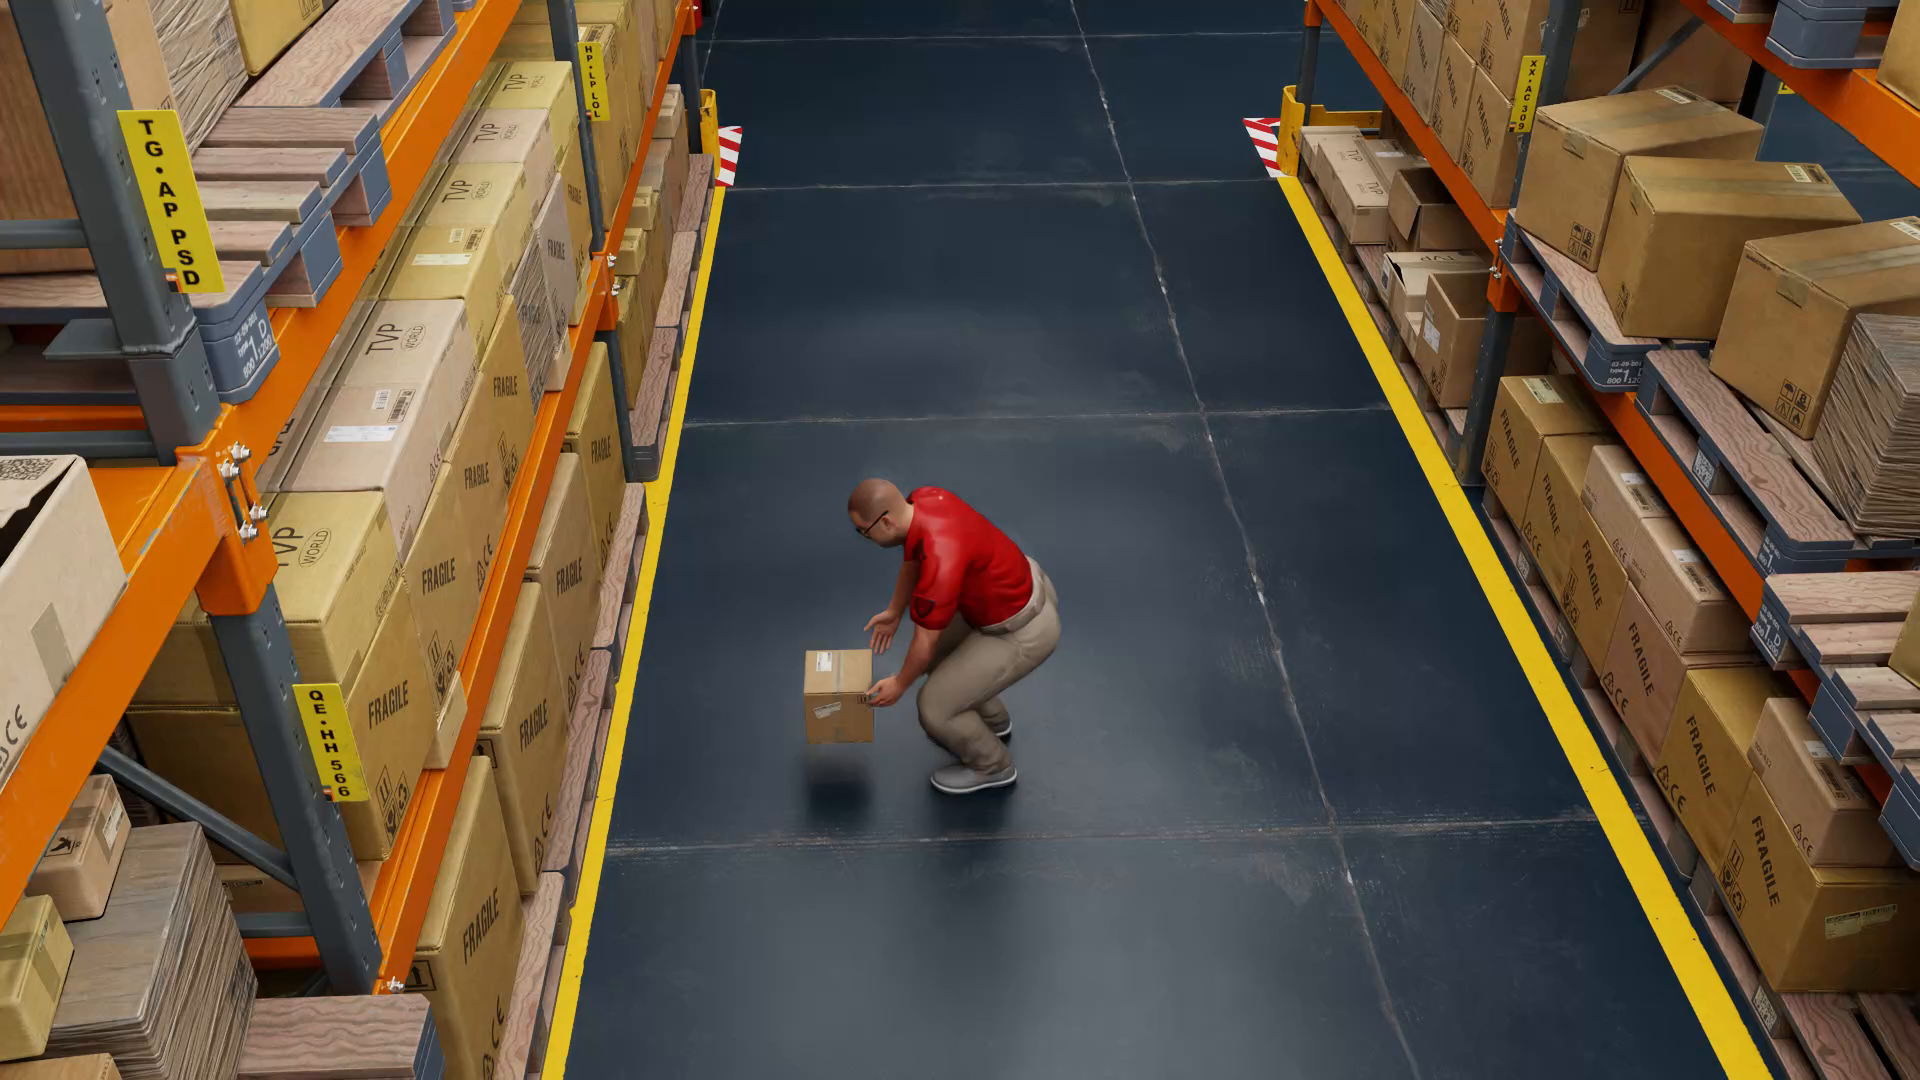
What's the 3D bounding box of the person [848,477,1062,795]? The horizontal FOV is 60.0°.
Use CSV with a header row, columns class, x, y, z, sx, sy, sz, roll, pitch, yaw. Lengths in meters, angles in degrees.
class,x,y,z,sx,sy,sz,roll,pitch,yaw
person,-0.010,0.328,6.052,0.753,1.322,0.590,-1,35,-2
